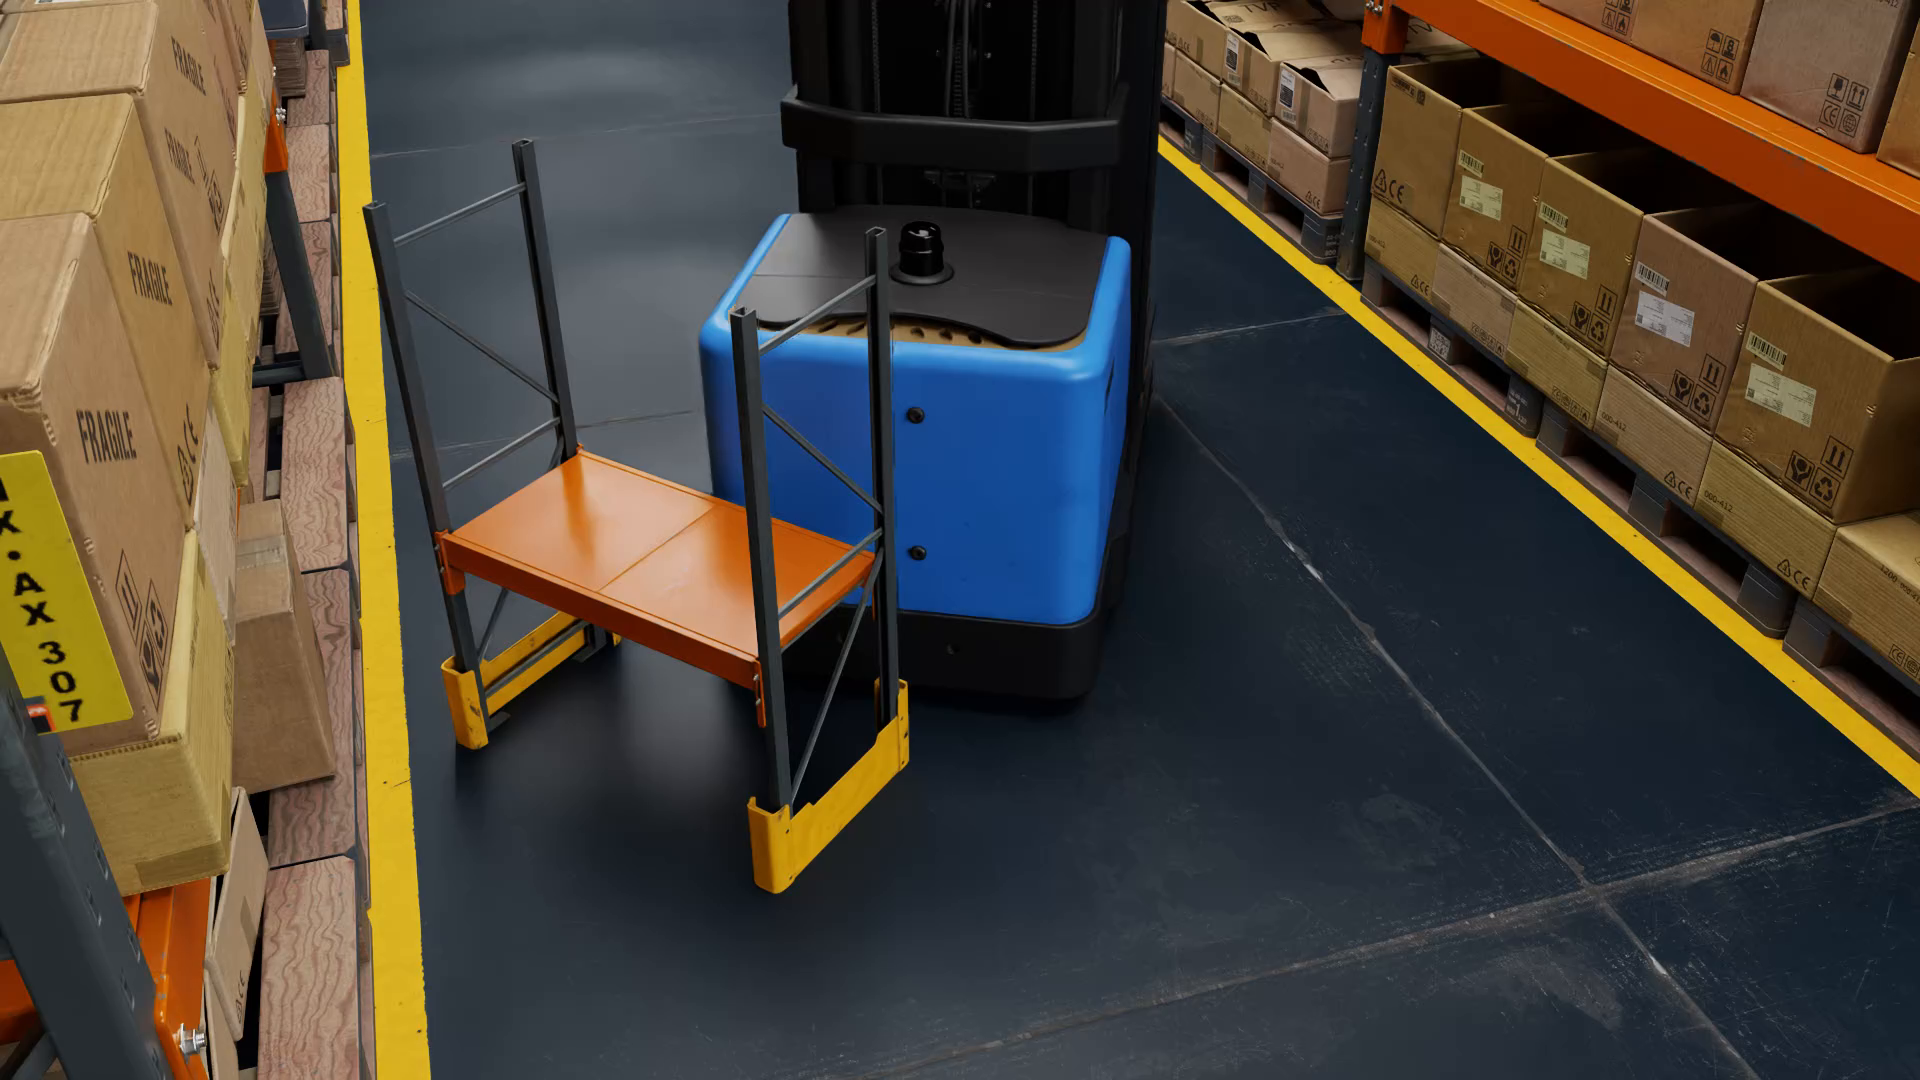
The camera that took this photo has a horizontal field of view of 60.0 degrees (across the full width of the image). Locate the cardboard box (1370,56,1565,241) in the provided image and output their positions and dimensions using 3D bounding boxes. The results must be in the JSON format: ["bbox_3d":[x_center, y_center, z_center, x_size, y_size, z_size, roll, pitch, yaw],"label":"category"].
[{"bbox_3d":[1.903,-1.468,6.184,0.500,0.500,0.500,-10,35,-15],"label":"cardboard box"}]

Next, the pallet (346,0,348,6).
[{"bbox_3d":[-4.414,-3.591,10.493,1.003,0.211,1.213,-10,35,-15],"label":"pallet"}]

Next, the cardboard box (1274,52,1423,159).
[{"bbox_3d":[1.663,-1.850,6.933,0.500,0.311,0.500,-10,35,-15],"label":"cardboard box"}]

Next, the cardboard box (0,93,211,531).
[{"bbox_3d":[-1.437,-0.309,2.435,0.500,0.500,0.500,-10,35,-15],"label":"cardboard box"}]

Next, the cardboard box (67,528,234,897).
[{"bbox_3d":[-1.283,0.257,2.259,0.500,0.250,0.500,-11,35,-16],"label":"cardboard box"}]

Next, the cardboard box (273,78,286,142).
[{"bbox_3d":[-3.383,-1.914,7.293,0.700,0.500,0.500,-10,35,-15],"label":"cardboard box"}]

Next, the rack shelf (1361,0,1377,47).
[{"bbox_3d":[1.450,-3.173,7.984,1.077,0.370,4.000,-10,35,-15],"label":"rack shelf"}]

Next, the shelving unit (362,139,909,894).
[{"bbox_3d":[-0.738,-0.070,3.996,1.083,1.500,0.587,19,38,26],"label":"shelving unit"}]

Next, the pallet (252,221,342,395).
[{"bbox_3d":[-2.896,-0.833,6.320,1.003,0.211,1.213,-10,35,-15],"label":"pallet"}]

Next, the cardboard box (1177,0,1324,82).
[{"bbox_3d":[1.348,-2.384,7.742,0.500,0.311,0.500,-10,35,-15],"label":"cardboard box"}]

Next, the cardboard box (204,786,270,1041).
[{"bbox_3d":[-1.736,0.772,3.400,0.500,0.311,0.500,-7,34,-11],"label":"cardboard box"}]

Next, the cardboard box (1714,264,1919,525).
[{"bbox_3d":[2.514,-0.418,4.595,0.500,0.500,0.500,-10,35,-15],"label":"cardboard box"}]

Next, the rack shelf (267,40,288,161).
[{"bbox_3d":[-3.267,-2.338,6.720,1.077,0.370,4.000,-10,35,-15],"label":"rack shelf"}]

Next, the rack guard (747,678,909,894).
[{"bbox_3d":[-0.314,0.595,4.122,0.087,0.250,0.587,19,38,26],"label":"rack guard"}]

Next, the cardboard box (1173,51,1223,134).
[{"bbox_3d":[1.348,-2.155,7.903,0.500,0.250,0.500,-9,35,-14],"label":"cardboard box"}]

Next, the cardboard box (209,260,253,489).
[{"bbox_3d":[-1.605,-0.282,3.074,0.500,0.250,0.500,-11,35,-15],"label":"cardboard box"}]

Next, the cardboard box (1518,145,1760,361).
[{"bbox_3d":[2.208,-0.943,5.389,0.500,0.500,0.500,-10,35,-15],"label":"cardboard box"}]

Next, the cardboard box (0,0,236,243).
[{"bbox_3d":[-1.758,-0.850,3.254,0.500,0.500,0.500,-9,34,-13],"label":"cardboard box"}]

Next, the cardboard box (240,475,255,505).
[{"bbox_3d":[-2.302,-0.191,4.686,0.500,0.500,0.500,-13,35,-18],"label":"cardboard box"}]

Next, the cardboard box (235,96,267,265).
[{"bbox_3d":[-1.911,-0.812,3.876,0.500,0.250,0.500,-10,35,-15],"label":"cardboard box"}]

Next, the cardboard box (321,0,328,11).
[{"bbox_3d":[-3.976,-3.375,9.205,0.750,0.750,0.750,-10,35,-15],"label":"cardboard box"}]

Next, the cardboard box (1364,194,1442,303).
[{"bbox_3d":[1.912,-1.157,6.393,0.500,0.250,0.500,-10,35,-15],"label":"cardboard box"}]

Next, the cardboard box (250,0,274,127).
[{"bbox_3d":[-2.224,-1.336,4.669,0.500,0.250,0.500,-10,35,-15],"label":"cardboard box"}]

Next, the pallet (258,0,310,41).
[{"bbox_3d":[-2.751,-1.934,5.630,1.003,0.211,1.213,-10,35,-15],"label":"pallet"}]

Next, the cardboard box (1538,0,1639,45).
[{"bbox_3d":[2.368,-1.957,5.400,0.700,0.500,0.500,-10,35,-15],"label":"cardboard box"}]

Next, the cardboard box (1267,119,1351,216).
[{"bbox_3d":[1.657,-1.620,7.094,0.500,0.250,0.500,-10,35,-15],"label":"cardboard box"}]

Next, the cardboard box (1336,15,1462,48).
[{"bbox_3d":[2.023,-2.208,7.475,0.500,0.311,0.500,-10,35,-15],"label":"cardboard box"}]

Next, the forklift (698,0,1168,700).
[{"bbox_3d":[0.088,-1.596,5.006,1.130,2.935,3.031,5,34,8],"label":"forklift"}]

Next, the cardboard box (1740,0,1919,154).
[{"bbox_3d":[2.675,-1.424,4.594,0.700,0.500,0.500,-9,35,-13],"label":"cardboard box"}]

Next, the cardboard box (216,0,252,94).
[{"bbox_3d":[-2.060,-1.390,4.070,0.500,0.500,0.500,-10,35,-15],"label":"cardboard box"}]

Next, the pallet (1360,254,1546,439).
[{"bbox_3d":[2.262,-0.835,6.322,1.003,0.211,1.213,-10,35,-15],"label":"pallet"}]

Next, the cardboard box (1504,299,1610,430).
[{"bbox_3d":[2.208,-0.630,5.596,0.500,0.250,0.500,-10,35,-15],"label":"cardboard box"}]

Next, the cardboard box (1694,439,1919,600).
[{"bbox_3d":[2.517,-0.106,4.802,0.500,0.250,0.500,-10,35,-15],"label":"cardboard box"}]

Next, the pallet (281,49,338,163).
[{"bbox_3d":[-3.640,-2.114,8.258,1.003,0.211,1.213,-10,35,-15],"label":"pallet"}]

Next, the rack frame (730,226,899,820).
[{"bbox_3d":[-0.298,0.079,3.769,0.032,1.500,0.500,19,38,26],"label":"rack frame"}]

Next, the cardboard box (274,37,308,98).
[{"bbox_3d":[-3.608,-2.460,8.120,0.700,0.500,0.500,-10,35,-14],"label":"cardboard box"}]

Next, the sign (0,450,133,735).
[{"bbox_3d":[-0.920,0.059,1.654,0.100,0.325,0.005,-10,35,-15],"label":"sign"}]

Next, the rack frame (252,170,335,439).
[{"bbox_3d":[-2.657,-1.588,4.933,1.000,3.000,0.127,-10,35,-15],"label":"rack frame"}]

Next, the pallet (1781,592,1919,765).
[{"bbox_3d":[3.007,0.446,4.384,1.003,0.211,1.213,-10,35,-15],"label":"pallet"}]

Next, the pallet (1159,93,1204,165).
[{"bbox_3d":[1.422,-2.282,8.512,1.003,0.211,1.213,-10,35,-15],"label":"pallet"}]
